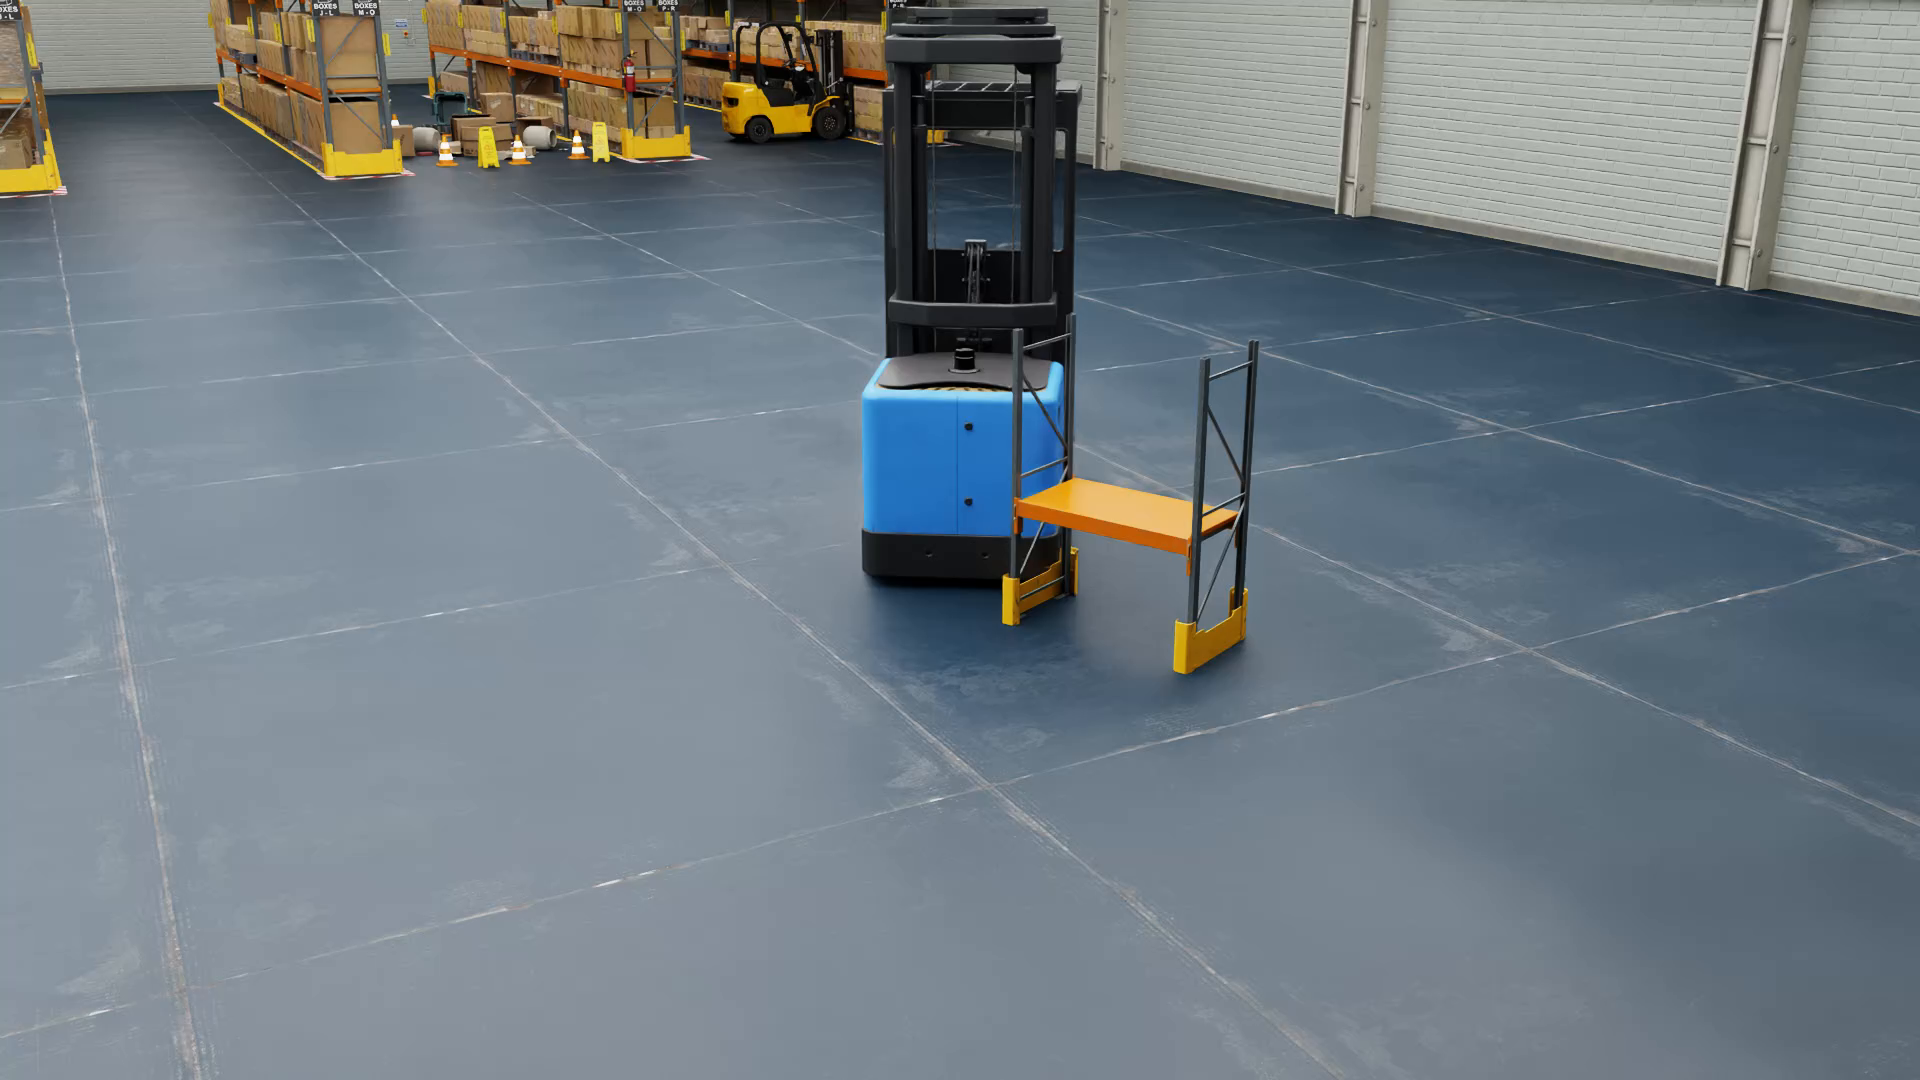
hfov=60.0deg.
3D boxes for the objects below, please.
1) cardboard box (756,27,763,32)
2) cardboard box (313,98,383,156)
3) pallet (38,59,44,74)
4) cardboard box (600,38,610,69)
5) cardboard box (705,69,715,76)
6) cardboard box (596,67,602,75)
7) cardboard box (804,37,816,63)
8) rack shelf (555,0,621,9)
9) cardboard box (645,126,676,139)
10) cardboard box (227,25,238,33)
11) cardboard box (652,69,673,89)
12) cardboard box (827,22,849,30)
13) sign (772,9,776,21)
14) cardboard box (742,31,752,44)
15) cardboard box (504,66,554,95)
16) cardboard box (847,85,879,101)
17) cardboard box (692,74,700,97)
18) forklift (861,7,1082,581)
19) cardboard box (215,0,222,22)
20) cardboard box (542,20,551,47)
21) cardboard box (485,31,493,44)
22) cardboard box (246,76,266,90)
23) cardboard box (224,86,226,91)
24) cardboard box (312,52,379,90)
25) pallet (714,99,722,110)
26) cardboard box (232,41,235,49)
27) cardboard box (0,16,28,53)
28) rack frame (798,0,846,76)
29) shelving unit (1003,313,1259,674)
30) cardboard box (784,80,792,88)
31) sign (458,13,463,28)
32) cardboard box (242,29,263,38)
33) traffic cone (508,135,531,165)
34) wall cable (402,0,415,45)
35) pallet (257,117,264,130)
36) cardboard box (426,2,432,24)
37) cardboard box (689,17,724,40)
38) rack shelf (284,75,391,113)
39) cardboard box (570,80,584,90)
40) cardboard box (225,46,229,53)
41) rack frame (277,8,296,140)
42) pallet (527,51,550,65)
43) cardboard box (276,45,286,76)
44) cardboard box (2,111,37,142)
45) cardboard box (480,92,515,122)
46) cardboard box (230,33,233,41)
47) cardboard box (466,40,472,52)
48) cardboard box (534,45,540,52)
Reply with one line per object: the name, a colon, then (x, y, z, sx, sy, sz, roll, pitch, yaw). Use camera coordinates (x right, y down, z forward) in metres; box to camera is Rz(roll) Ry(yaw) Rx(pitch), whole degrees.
cardboard box: (-4.182, -11.023, 35.830, 0.380, 0.149, 0.250, -9, 21, -26)
cardboard box: (-9.953, -6.692, 27.039, 0.875, 0.875, 0.875, -10, 21, -26)
pallet: (-17.352, -8.592, 30.225, 1.213, 0.211, 1.003, -10, 21, -27)
cardboard box: (-5.998, -8.554, 29.214, 0.500, 0.500, 0.500, -10, 21, -27)
cardboard box: (-5.759, -10.986, 39.065, 0.380, 0.149, 0.250, -11, 22, -29)
cardboard box: (-6.299, -8.421, 29.821, 0.380, 0.149, 0.250, -10, 22, -27)
cardboard box: (-2.816, -9.906, 33.589, 0.500, 0.500, 0.500, -11, 22, -28)
rack shelf: (-6.214, -9.761, 29.824, 1.077, 0.370, 4.000, -10, 21, -27)
cardboard box: (-5.404, -7.282, 29.707, 0.500, 0.250, 0.500, -10, 21, -27)
cardboard box: (-15.351, -10.855, 35.321, 0.380, 0.149, 0.250, -9, 21, -25)
cardboard box: (-7.424, -11.749, 42.270, 0.700, 0.500, 0.500, -11, 22, -29)
cardboard box: (-2.395, -10.091, 32.673, 0.380, 0.149, 0.250, -10, 22, -28)
sign: (-4.210, -11.810, 37.482, 0.100, 0.325, 0.005, -10, 21, -27)
cardboard box: (-4.464, -11.032, 36.466, 0.500, 0.250, 0.500, -9, 21, -25)
cardboard box: (-9.318, -9.811, 36.078, 0.875, 0.875, 0.875, -10, 22, -27)
cardboard box: (-1.887, -8.623, 32.061, 0.500, 0.250, 0.500, -10, 21, -26)
cardboard box: (-6.070, -10.871, 39.727, 0.500, 0.500, 0.500, -11, 22, -28)
forklift: (0.137, -1.606, 9.792, 1.130, 2.935, 3.031, 2, 19, 5)
cardboard box: (-16.473, -11.954, 37.534, 0.500, 0.500, 0.500, -11, 22, -28)
cardboard box: (-7.821, -9.883, 32.420, 0.500, 0.500, 0.500, -10, 21, -26)
cardboard box: (-10.024, -10.961, 36.261, 0.500, 0.250, 0.500, -11, 22, -28)
cardboard box: (-14.659, -9.577, 34.825, 0.500, 0.250, 0.500, -9, 21, -25)
cardboard box: (-17.067, -10.620, 39.081, 0.380, 0.149, 0.250, -10, 21, -27)
cardboard box: (-9.789, -7.483, 26.490, 0.875, 0.550, 0.550, -10, 21, -27)
pallet: (-5.018, -10.077, 38.512, 1.003, 0.211, 1.213, -10, 21, -27)
cardboard box: (-14.997, -10.357, 34.789, 0.380, 0.149, 0.250, -11, 22, -29)
cardboard box: (-14.007, -7.434, 24.436, 0.500, 0.500, 0.500, -10, 21, -27)
rack frame: (-2.797, -10.027, 34.091, 1.000, 3.000, 0.127, -10, 21, -27)
shelving unit: (0.814, -0.259, 8.083, 1.083, 1.500, 0.587, 14, 23, 35)
cardboard box: (-3.416, -9.475, 35.488, 0.875, 0.625, 0.625, -10, 22, -27)
sign: (-11.450, -11.914, 38.111, 0.100, 0.325, 0.005, -10, 21, -27)
cardboard box: (-14.008, -10.040, 32.959, 0.380, 0.149, 0.250, -11, 22, -29)
traffic cone: (-7.419, -6.564, 27.944, 0.336, 0.463, 0.334, -10, 21, -27)
wall cable: (-15.560, -14.812, 46.353, 0.585, 1.953, 0.123, -10, 21, -27)
pallet: (-13.741, -8.516, 33.987, 1.003, 0.211, 1.213, -10, 21, -27)
cardboard box: (-12.885, -13.040, 41.136, 0.500, 0.500, 0.500, -11, 22, -28)
cardboard box: (-5.944, -12.022, 39.075, 0.700, 0.500, 0.500, -10, 21, -27)
rack shelf: (-10.522, -7.547, 28.007, 1.077, 0.370, 4.000, -10, 21, -27)
cardboard box: (-7.114, -8.561, 31.269, 0.380, 0.149, 0.250, -10, 21, -26)
cardboard box: (-16.418, -11.123, 37.651, 0.380, 0.149, 0.250, -10, 21, -26)
rack frame: (-11.472, -8.461, 29.554, 1.000, 3.000, 0.127, -10, 21, -27)
pallet: (-8.087, -9.753, 33.590, 1.003, 0.211, 1.213, -10, 21, -27)
cardboard box: (-11.955, -8.617, 29.852, 0.500, 0.500, 0.500, -10, 21, -27)
cardboard box: (-16.634, -7.228, 29.138, 0.700, 0.500, 0.500, -12, 22, -31)
cardboard box: (-8.716, -8.149, 31.320, 0.500, 0.500, 0.500, -10, 21, -27)
cardboard box: (-15.117, -10.571, 34.954, 0.380, 0.149, 0.250, -11, 22, -29)
cardboard box: (-10.986, -11.316, 38.055, 0.500, 0.250, 0.500, -11, 22, -28)
cardboard box: (-8.348, -9.892, 33.440, 0.380, 0.149, 0.250, -9, 21, -25)
